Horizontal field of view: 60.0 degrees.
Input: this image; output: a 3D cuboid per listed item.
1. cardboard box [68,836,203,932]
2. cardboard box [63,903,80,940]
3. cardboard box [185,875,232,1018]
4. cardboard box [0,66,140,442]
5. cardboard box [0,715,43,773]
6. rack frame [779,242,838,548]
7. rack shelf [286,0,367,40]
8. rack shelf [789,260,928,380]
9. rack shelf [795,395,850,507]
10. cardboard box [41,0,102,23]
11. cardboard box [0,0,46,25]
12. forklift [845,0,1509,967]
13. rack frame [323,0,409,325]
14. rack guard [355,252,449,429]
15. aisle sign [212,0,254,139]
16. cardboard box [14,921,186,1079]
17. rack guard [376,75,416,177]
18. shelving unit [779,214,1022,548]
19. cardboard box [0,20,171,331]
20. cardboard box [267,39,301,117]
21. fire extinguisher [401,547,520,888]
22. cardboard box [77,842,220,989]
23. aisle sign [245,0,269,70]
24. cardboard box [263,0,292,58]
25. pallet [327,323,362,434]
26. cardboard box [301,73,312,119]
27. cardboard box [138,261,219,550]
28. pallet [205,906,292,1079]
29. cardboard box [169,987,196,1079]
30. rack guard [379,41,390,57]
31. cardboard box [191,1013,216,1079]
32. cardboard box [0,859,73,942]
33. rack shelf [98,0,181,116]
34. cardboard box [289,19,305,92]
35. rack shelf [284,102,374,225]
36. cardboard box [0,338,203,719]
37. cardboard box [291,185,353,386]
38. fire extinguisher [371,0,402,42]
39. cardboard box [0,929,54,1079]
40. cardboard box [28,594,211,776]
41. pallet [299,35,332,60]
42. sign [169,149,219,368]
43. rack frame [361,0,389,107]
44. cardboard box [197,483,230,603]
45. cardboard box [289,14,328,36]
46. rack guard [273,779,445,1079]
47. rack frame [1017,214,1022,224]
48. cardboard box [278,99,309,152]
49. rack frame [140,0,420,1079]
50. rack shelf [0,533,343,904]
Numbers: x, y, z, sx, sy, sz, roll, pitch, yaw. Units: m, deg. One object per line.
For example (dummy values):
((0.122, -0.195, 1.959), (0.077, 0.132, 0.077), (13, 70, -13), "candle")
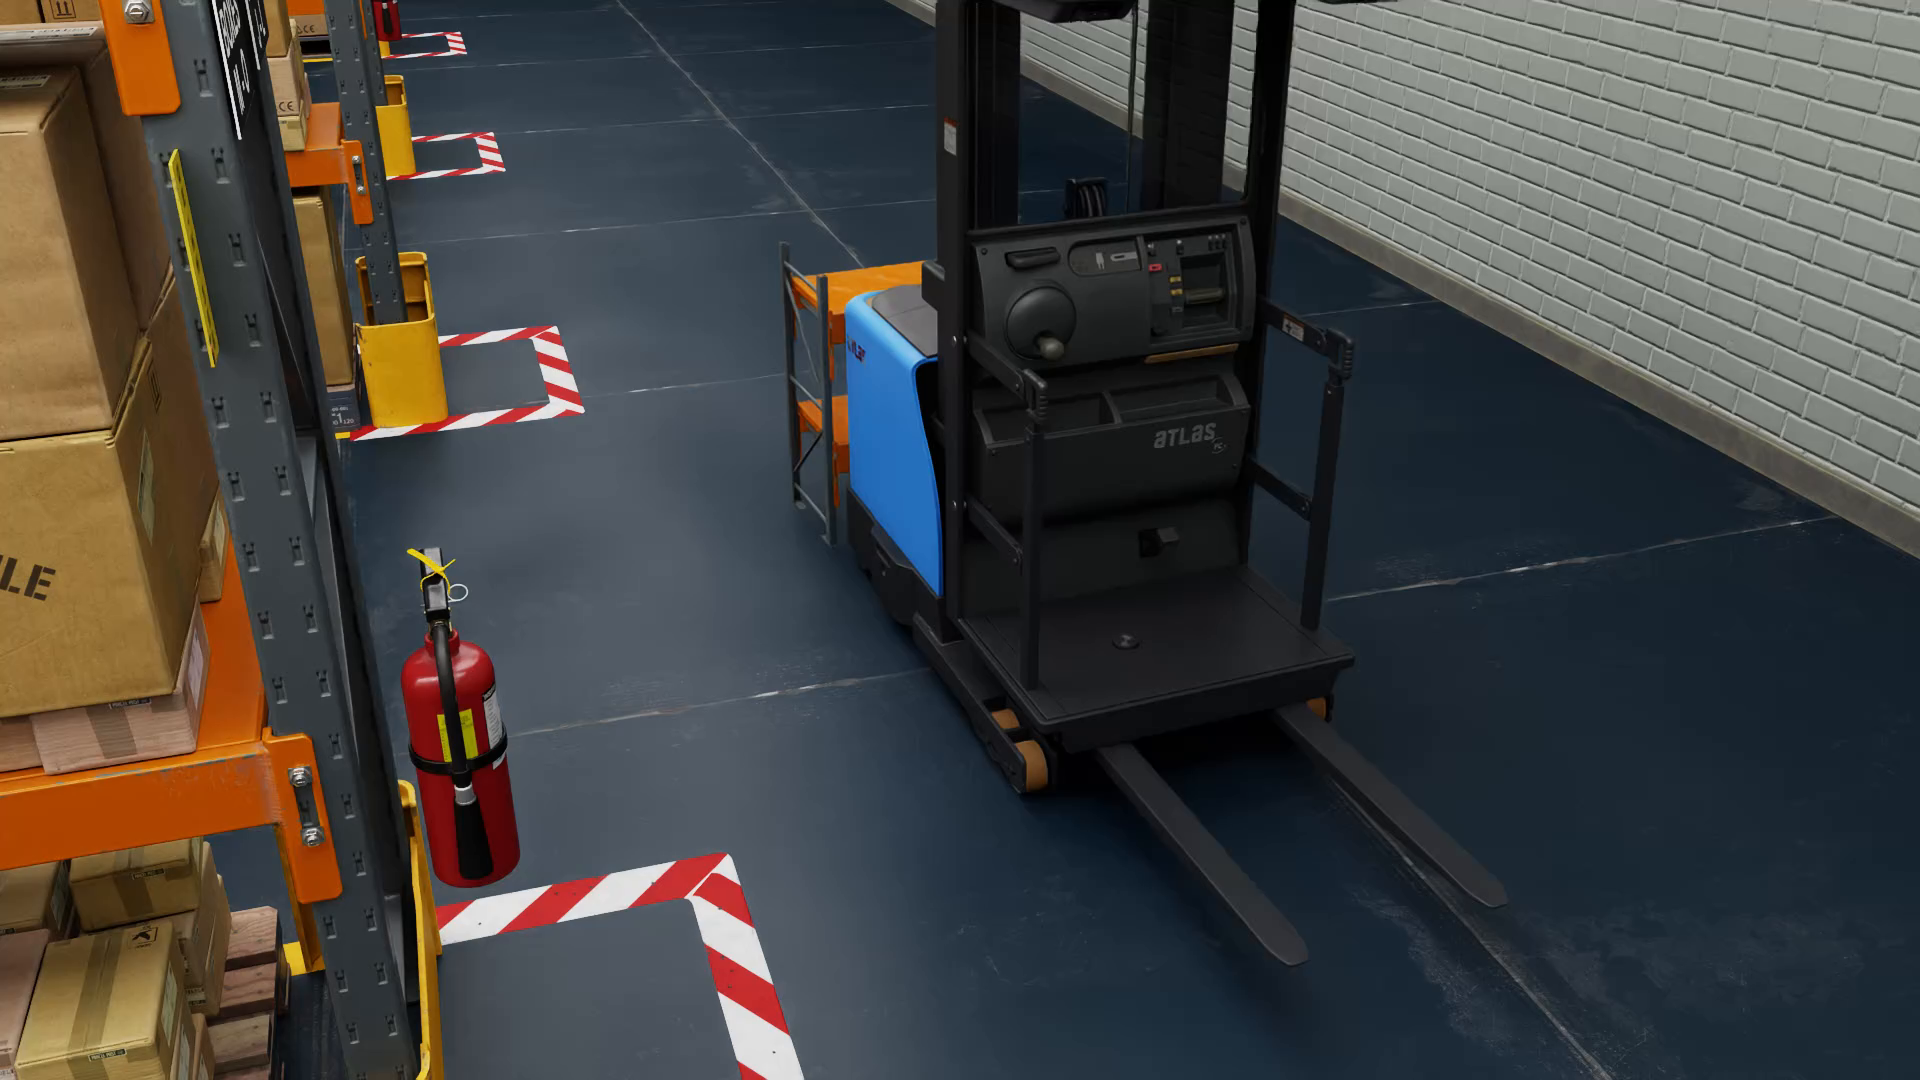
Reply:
((-1.953, 0.736, 3.960), (0.250, 0.149, 0.380), (-10, 28, -18), "cardboard box")
((-2.205, 0.918, 3.927), (0.250, 0.149, 0.380), (-8, 28, -16), "cardboard box")
((-1.947, 1.010, 4.075), (0.250, 0.149, 0.380), (-8, 27, -15), "cardboard box")
((-1.708, -0.473, 2.758), (0.500, 0.500, 0.500), (-9, 28, -17), "cardboard box")
((-1.820, 0.280, 3.095), (0.250, 0.149, 0.380), (-8, 28, -16), "cardboard box")
((-0.606, -0.576, 6.646), (0.032, 1.125, 0.500), (-11, 28, -21), "rack frame")
((-6.225, -3.623, 11.483), (4.000, 0.370, 1.077), (-8, 28, -16), "rack shelf")
((-0.141, -0.929, 6.698), (1.000, 0.278, 0.538), (-11, 28, -21), "rack shelf")
((-0.141, -0.448, 6.937), (1.000, 0.278, 0.538), (-11, 28, -21), "rack shelf")
((-3.805, -2.507, 7.418), (0.500, 0.500, 0.500), (-9, 28, -17), "cardboard box")
((-4.296, -2.433, 7.269), (0.500, 0.500, 0.500), (-9, 28, -17), "cardboard box")
((0.570, -0.737, 4.939), (1.130, 2.935, 3.031), (-10, 28, -19), "forklift")
((-2.789, -2.126, 7.660), (0.127, 3.000, 1.000), (-8, 28, -16), "rack frame")
((-2.767, -1.010, 8.222), (0.348, 0.500, 1.175), (-8, 28, -16), "rack guard")
((-1.187, -1.063, 2.594), (0.004, 0.787, 0.394), (-8, 28, -16), "aisle sign")
((-1.774, 0.987, 3.453), (0.250, 0.149, 0.380), (-8, 27, -16), "cardboard box")
((-4.304, -3.110, 12.451), (0.348, 0.500, 1.175), (-8, 28, -16), "rack guard")
((-0.141, -0.667, 6.828), (1.048, 1.125, 0.538), (-11, 28, -21), "shelving unit")
((-1.859, -0.691, 3.198), (0.500, 0.500, 0.500), (-8, 28, -16), "cardboard box")
((-3.168, -2.013, 7.266), (0.500, 0.250, 0.500), (-9, 28, -17), "cardboard box")
((-0.967, 0.347, 3.184), (0.183, 0.674, 0.296), (-8, 28, -16), "fire extinguisher")
((-1.927, 0.904, 3.955), (0.250, 0.149, 0.380), (-7, 27, -14), "cardboard box")
((-1.373, -1.316, 3.105), (0.004, 0.787, 0.394), (-8, 28, -16), "aisle sign")
((-3.171, -2.350, 7.101), (0.500, 0.500, 0.500), (-8, 27, -15), "cardboard box")
((-3.526, -0.734, 7.991), (1.213, 0.211, 1.003), (-8, 28, -16), "pallet")
((-3.229, -2.104, 7.898), (0.250, 0.149, 0.380), (-8, 27, -16), "cardboard box")
((-1.862, -0.248, 3.430), (0.500, 0.500, 0.500), (-7, 27, -14), "cardboard box")
((-2.205, 1.341, 3.811), (1.213, 0.211, 1.003), (-8, 28, -16), "pallet")
((-1.763, 1.134, 3.492), (0.250, 0.149, 0.380), (-9, 28, -17), "cardboard box")
((-5.926, -5.185, 16.632), (0.348, 0.500, 1.175), (-8, 28, -16), "rack guard")
((-1.786, 1.234, 3.624), (0.250, 0.149, 0.380), (-8, 27, -15), "cardboard box")
((-2.178, 0.825, 3.781), (0.250, 0.149, 0.380), (-8, 27, -15), "cardboard box")
((-3.251, -0.761, 2.345), (4.000, 0.370, 1.077), (-8, 28, -16), "rack shelf")
((-3.329, -2.240, 7.724), (0.500, 0.250, 0.500), (-9, 28, -17), "cardboard box")
((-4.691, -1.529, 7.265), (4.000, 0.370, 1.077), (-8, 28, -16), "rack shelf")
((-1.697, -0.022, 2.975), (0.500, 0.500, 0.500), (-8, 27, -15), "cardboard box")
((-3.373, -1.241, 7.793), (0.875, 0.875, 0.875), (-8, 28, -16), "cardboard box")
((-4.039, -3.847, 11.633), (0.183, 0.674, 0.296), (-8, 28, -16), "fire extinguisher")
((-2.031, 0.998, 3.432), (0.250, 0.149, 0.380), (-8, 27, -15), "cardboard box")
((-1.572, 0.262, 3.132), (0.250, 0.149, 0.380), (-8, 28, -16), "cardboard box")
((-6.684, -4.945, 16.475), (1.213, 0.211, 1.003), (-8, 28, -16), "pallet")
((-1.197, -0.438, 2.601), (0.005, 0.325, 0.100), (-8, 28, -16), "sign")
((-4.323, -4.220, 11.878), (0.127, 3.000, 1.000), (-8, 28, -16), "rack frame")
((-1.759, 0.003, 3.652), (0.250, 0.149, 0.380), (-8, 28, -17), "cardboard box")
((-6.294, -5.214, 16.195), (0.500, 0.500, 0.500), (-8, 28, -16), "cardboard box")
((-1.422, 1.115, 3.942), (0.348, 0.500, 1.175), (-8, 28, -16), "rack guard")
((0.325, -0.757, 7.010), (0.032, 1.125, 0.500), (-11, 28, -21), "rack frame")
((-3.026, -1.825, 7.336), (0.250, 0.149, 0.380), (-8, 27, -15), "cardboard box")
((-1.350, -0.015, 3.407), (0.127, 3.000, 1.000), (-8, 28, -16), "rack frame")
((-3.251, 0.582, 3.012), (4.000, 0.370, 1.077), (-8, 28, -16), "rack shelf")
